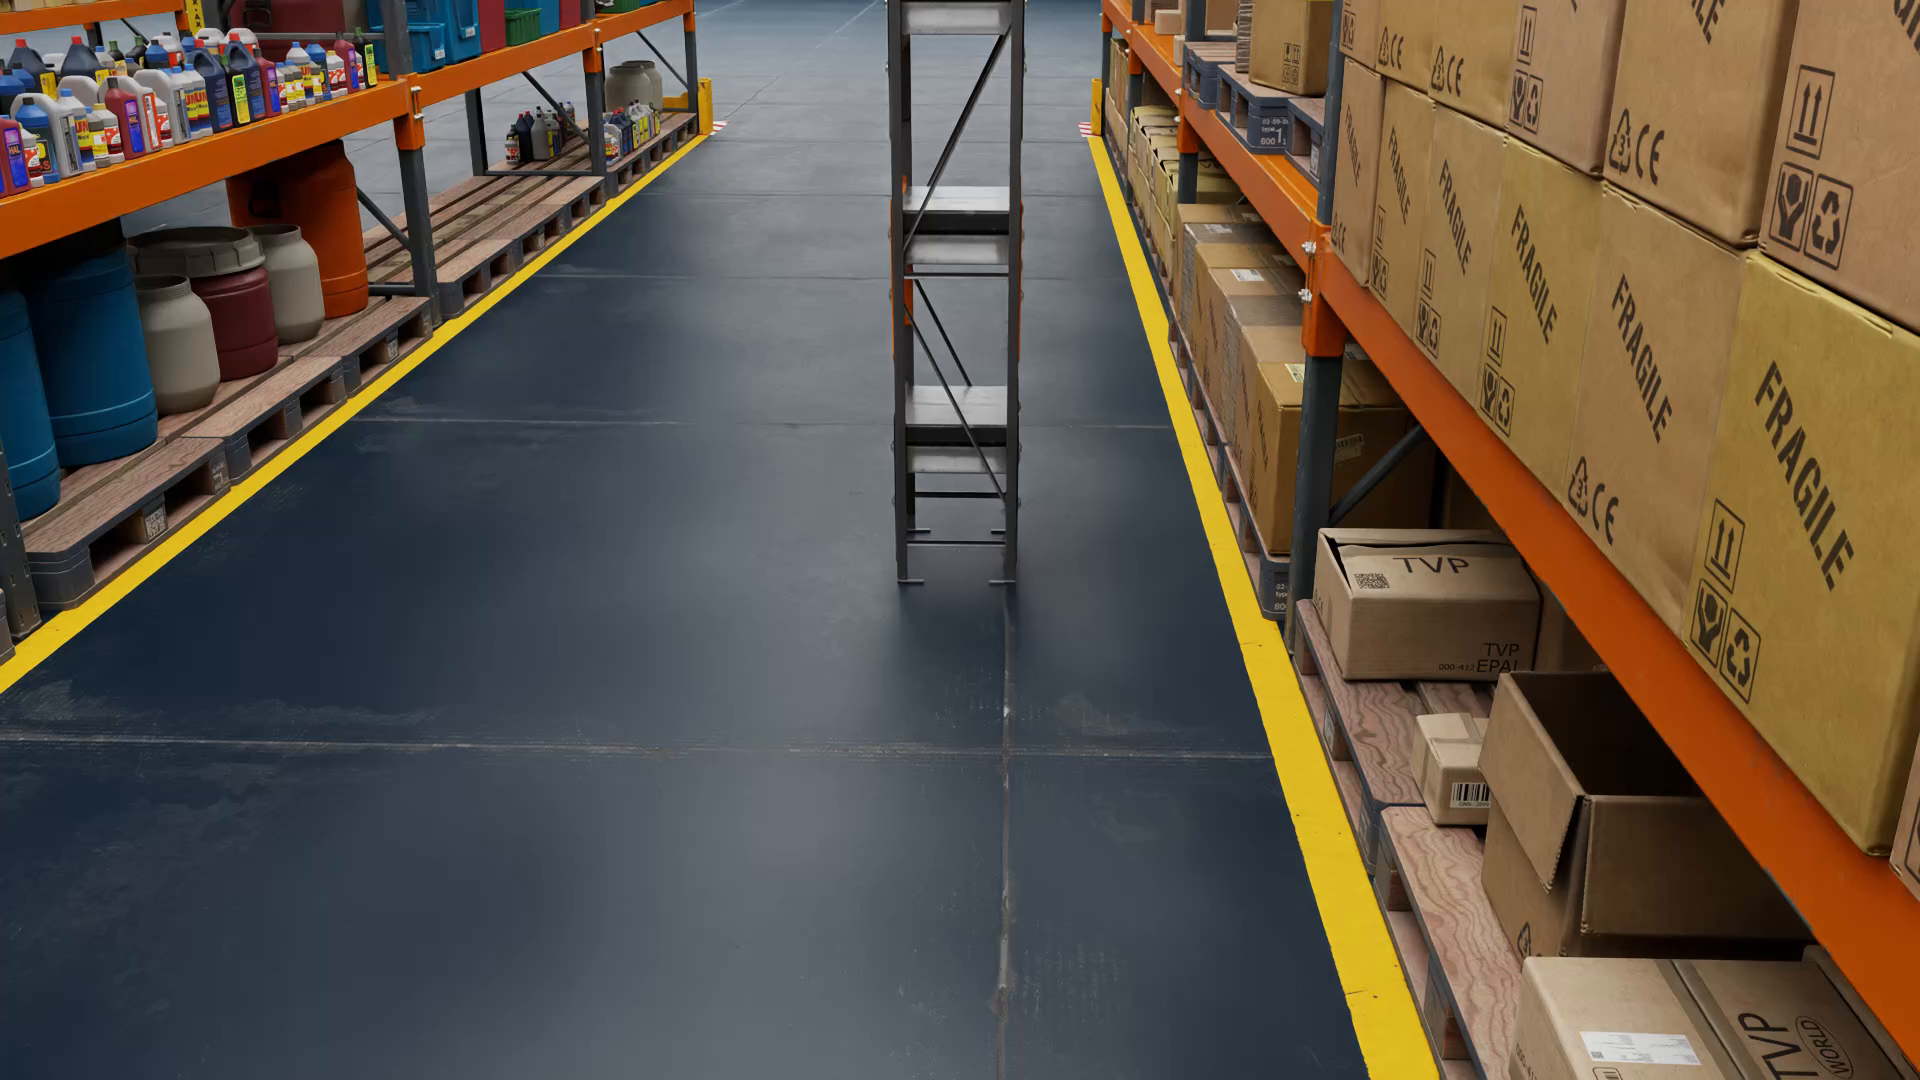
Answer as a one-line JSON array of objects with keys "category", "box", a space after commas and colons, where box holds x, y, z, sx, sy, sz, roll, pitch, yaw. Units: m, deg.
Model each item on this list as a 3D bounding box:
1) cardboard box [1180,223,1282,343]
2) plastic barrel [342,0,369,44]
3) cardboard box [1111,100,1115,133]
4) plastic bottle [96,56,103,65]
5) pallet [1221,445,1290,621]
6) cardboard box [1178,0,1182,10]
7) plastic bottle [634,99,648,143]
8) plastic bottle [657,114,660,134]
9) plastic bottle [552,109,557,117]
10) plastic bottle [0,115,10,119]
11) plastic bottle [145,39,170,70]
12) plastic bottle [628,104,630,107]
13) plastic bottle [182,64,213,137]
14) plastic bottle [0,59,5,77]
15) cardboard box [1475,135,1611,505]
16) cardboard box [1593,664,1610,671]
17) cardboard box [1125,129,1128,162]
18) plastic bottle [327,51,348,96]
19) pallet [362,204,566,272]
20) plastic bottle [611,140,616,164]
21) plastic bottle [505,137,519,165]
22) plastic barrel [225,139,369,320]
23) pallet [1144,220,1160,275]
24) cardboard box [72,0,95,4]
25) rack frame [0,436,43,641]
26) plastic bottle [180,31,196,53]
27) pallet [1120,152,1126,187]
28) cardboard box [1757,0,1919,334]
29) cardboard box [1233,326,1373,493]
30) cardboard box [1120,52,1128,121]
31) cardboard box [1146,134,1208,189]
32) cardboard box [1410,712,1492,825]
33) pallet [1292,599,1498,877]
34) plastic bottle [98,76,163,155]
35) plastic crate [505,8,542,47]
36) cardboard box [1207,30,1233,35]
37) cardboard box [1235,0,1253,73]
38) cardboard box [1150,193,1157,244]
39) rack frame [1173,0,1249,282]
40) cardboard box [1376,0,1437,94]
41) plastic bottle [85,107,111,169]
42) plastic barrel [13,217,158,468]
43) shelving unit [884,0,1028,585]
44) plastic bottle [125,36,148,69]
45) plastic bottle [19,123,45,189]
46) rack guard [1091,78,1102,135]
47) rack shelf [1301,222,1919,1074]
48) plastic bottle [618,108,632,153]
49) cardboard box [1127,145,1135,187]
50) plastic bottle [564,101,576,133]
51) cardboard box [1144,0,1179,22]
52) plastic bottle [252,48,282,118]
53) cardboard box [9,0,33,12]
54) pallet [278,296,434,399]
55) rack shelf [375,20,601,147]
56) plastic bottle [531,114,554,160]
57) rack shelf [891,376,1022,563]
[{"category": "cardboard box", "box": [1.323, -1.189, 7.793, 0.500, 0.500, 0.500, 0, 21, 0]}, {"category": "plastic barrel", "box": [-3.501, -2.982, 9.413, 0.421, 0.512, 0.421, 0, 21, 0]}, {"category": "cardboard box", "box": [1.610, -3.753, 14.776, 0.500, 0.250, 0.500, 1, 21, 2]}, {"category": "plastic bottle", "box": [-3.714, -1.967, 7.129, 0.097, 0.271, 0.097, 0, 21, 0]}, {"category": "pallet", "box": [1.498, -0.048, 5.861, 1.003, 0.211, 1.213, 1, 21, 2]}, {"category": "cardboard box", "box": [1.783, -3.698, 11.619, 0.500, 0.250, 0.500, 2, 21, 5]}, {"category": "plastic bottle", "box": [-2.733, -3.549, 14.081, 0.144, 0.351, 0.185, 2, 21, 4]}, {"category": "plastic bottle", "box": [-2.693, -3.680, 14.626, 0.097, 0.201, 0.097, 0, 21, 0]}, {"category": "plastic bottle", "box": [-3.455, -3.569, 14.244, 0.097, 0.271, 0.097, 0, 21, 0]}, {"category": "plastic bottle", "box": [-3.159, -1.307, 5.525, 0.097, 0.201, 0.097, 0, 21, 0]}, {"category": "plastic bottle", "box": [-3.639, -2.133, 7.558, 0.097, 0.271, 0.097, 0, 21, 0]}, {"category": "plastic bottle", "box": [-2.834, -3.628, 14.380, 0.061, 0.283, 0.133, 1, 21, 2]}, {"category": "plastic bottle", "box": [-2.976, -1.708, 6.462, 0.097, 0.271, 0.097, 0, 21, 0]}, {"category": "plastic bottle", "box": [-3.752, -1.732, 6.508, 0.061, 0.283, 0.133, 1, 21, 2]}, {"category": "cardboard box", "box": [1.179, -0.369, 2.695, 0.500, 0.500, 0.500, 0, 21, 1]}, {"category": "cardboard box", "box": [1.754, 0.475, 3.766, 0.500, 0.311, 0.500, 1, 21, 2]}, {"category": "cardboard box", "box": [1.550, -3.030, 12.912, 0.500, 0.250, 0.500, 1, 21, 2]}, {"category": "plastic bottle", "box": [-2.933, -2.187, 7.794, 0.097, 0.201, 0.097, 0, 21, 0]}, {"category": "pallet", "box": [-3.216, -1.975, 10.828, 1.003, 0.211, 1.213, 1, 21, 2]}, {"category": "plastic bottle", "box": [-2.746, -3.050, 13.002, 0.097, 0.201, 0.097, 0, 21, 0]}, {"category": "plastic bottle", "box": [-3.497, -3.037, 12.970, 0.097, 0.201, 0.097, 0, 21, 0]}, {"category": "plastic barrel", "box": [-3.316, -1.563, 8.329, 0.600, 0.830, 0.708, 1, 21, 2]}, {"category": "pallet", "box": [1.737, -1.937, 10.729, 1.003, 0.211, 1.213, 1, 21, 2]}, {"category": "cardboard box", "box": [-7.769, -4.737, 14.437, 0.380, 0.149, 0.250, 1, 21, 2]}, {"category": "rack frame", "box": [-3.440, -1.109, 4.741, 1.000, 3.000, 0.127, 1, 21, 2]}, {"category": "plastic bottle", "box": [-3.685, -2.301, 7.991, 0.097, 0.271, 0.097, 0, 21, 0]}, {"category": "pallet", "box": [1.820, -2.933, 13.296, 1.003, 0.211, 1.213, 1, 21, 2]}, {"category": "cardboard box", "box": [1.142, -0.467, 1.564, 0.500, 0.500, 0.500, 1, 21, 3]}, {"category": "cardboard box", "box": [1.263, -0.453, 5.898, 0.500, 0.500, 0.500, 1, 21, 2]}, {"category": "cardboard box", "box": [1.588, -3.741, 13.708, 0.500, 0.500, 0.500, 1, 21, 2]}, {"category": "cardboard box", "box": [1.447, -2.419, 10.561, 0.500, 0.311, 0.500, 1, 21, 3]}, {"category": "cardboard box", "box": [1.266, 0.525, 3.839, 0.380, 0.166, 0.250, 1, 21, 2]}, {"category": "pallet", "box": [1.489, 0.495, 4.462, 1.003, 0.211, 1.213, 1, 21, 2]}, {"category": "plastic bottle", "box": [-3.017, -1.549, 6.047, 0.152, 0.276, 0.135, 1, 21, 2]}, {"category": "plastic crate", "box": [-2.968, -3.270, 10.604, 0.450, 0.188, 0.662, 1, 21, 2]}, {"category": "cardboard box", "box": [1.615, -2.844, 9.560, 0.380, 0.149, 0.250, 2, 21, 6]}, {"category": "cardboard box", "box": [1.507, -2.185, 6.794, 0.700, 0.500, 0.500, 5, 22, 12]}, {"category": "cardboard box", "box": [1.435, -1.975, 10.192, 0.500, 0.250, 0.500, 1, 21, 3]}, {"category": "rack frame", "box": [1.633, -2.500, 8.325, 1.000, 3.000, 0.127, 1, 21, 2]}, {"category": "cardboard box", "box": [1.200, -1.212, 3.487, 0.500, 0.500, 0.500, 0, 21, 0]}, {"category": "plastic bottle", "box": [-3.000, -1.389, 5.737, 0.097, 0.201, 0.097, 0, 21, 0]}, {"category": "plastic barrel", "box": [-3.385, -0.779, 6.211, 0.600, 0.901, 0.708, 1, 21, 2]}, {"category": "shelving unit", "box": [-0.005, -0.919, 5.495, 0.431, 2.100, 0.503, 1, 21, 2]}, {"category": "plastic bottle", "box": [-3.718, -2.133, 7.541, 0.061, 0.283, 0.133, 1, 21, 2]}, {"category": "plastic bottle", "box": [-3.013, -1.235, 5.339, 0.097, 0.201, 0.097, 0, 21, 0]}, {"category": "rack guard", "box": [1.877, -4.236, 16.254, 1.175, 0.500, 0.348, 1, 21, 2]}, {"category": "rack shelf", "box": [1.450, 0.005, 2.864, 1.077, 0.370, 4.000, 1, 21, 2]}, {"category": "plastic bottle", "box": [-2.752, -3.328, 13.512, 0.144, 0.351, 0.185, 0, 21, -1]}, {"category": "cardboard box", "box": [1.494, -2.717, 12.105, 0.500, 0.250, 0.500, 0, 21, 0]}, {"category": "plastic bottle", "box": [-3.442, -3.729, 14.657, 0.097, 0.271, 0.097, 0, 21, 0]}, {"category": "cardboard box", "box": [1.761, -4.153, 12.448, 0.700, 0.500, 0.500, 0, 21, 0]}, {"category": "plastic bottle", "box": [-2.939, -1.937, 7.036, 0.061, 0.283, 0.133, 1, 21, 2]}, {"category": "cardboard box", "box": [-7.793, -4.375, 13.505, 0.380, 0.149, 0.250, 1, 21, 2]}, {"category": "pallet", "box": [-3.301, -0.970, 8.237, 1.003, 0.211, 1.213, 1, 21, 2]}, {"category": "rack shelf", "box": [-3.258, -2.943, 10.463, 1.077, 0.370, 4.000, 1, 21, 2]}, {"category": "plastic bottle", "box": [-3.321, -3.206, 13.200, 0.144, 0.351, 0.185, 1, 21, 2]}, {"category": "rack shelf", "box": [-0.005, -0.254, 5.753, 0.431, 0.518, 0.480, 1, 21, 2]}]
